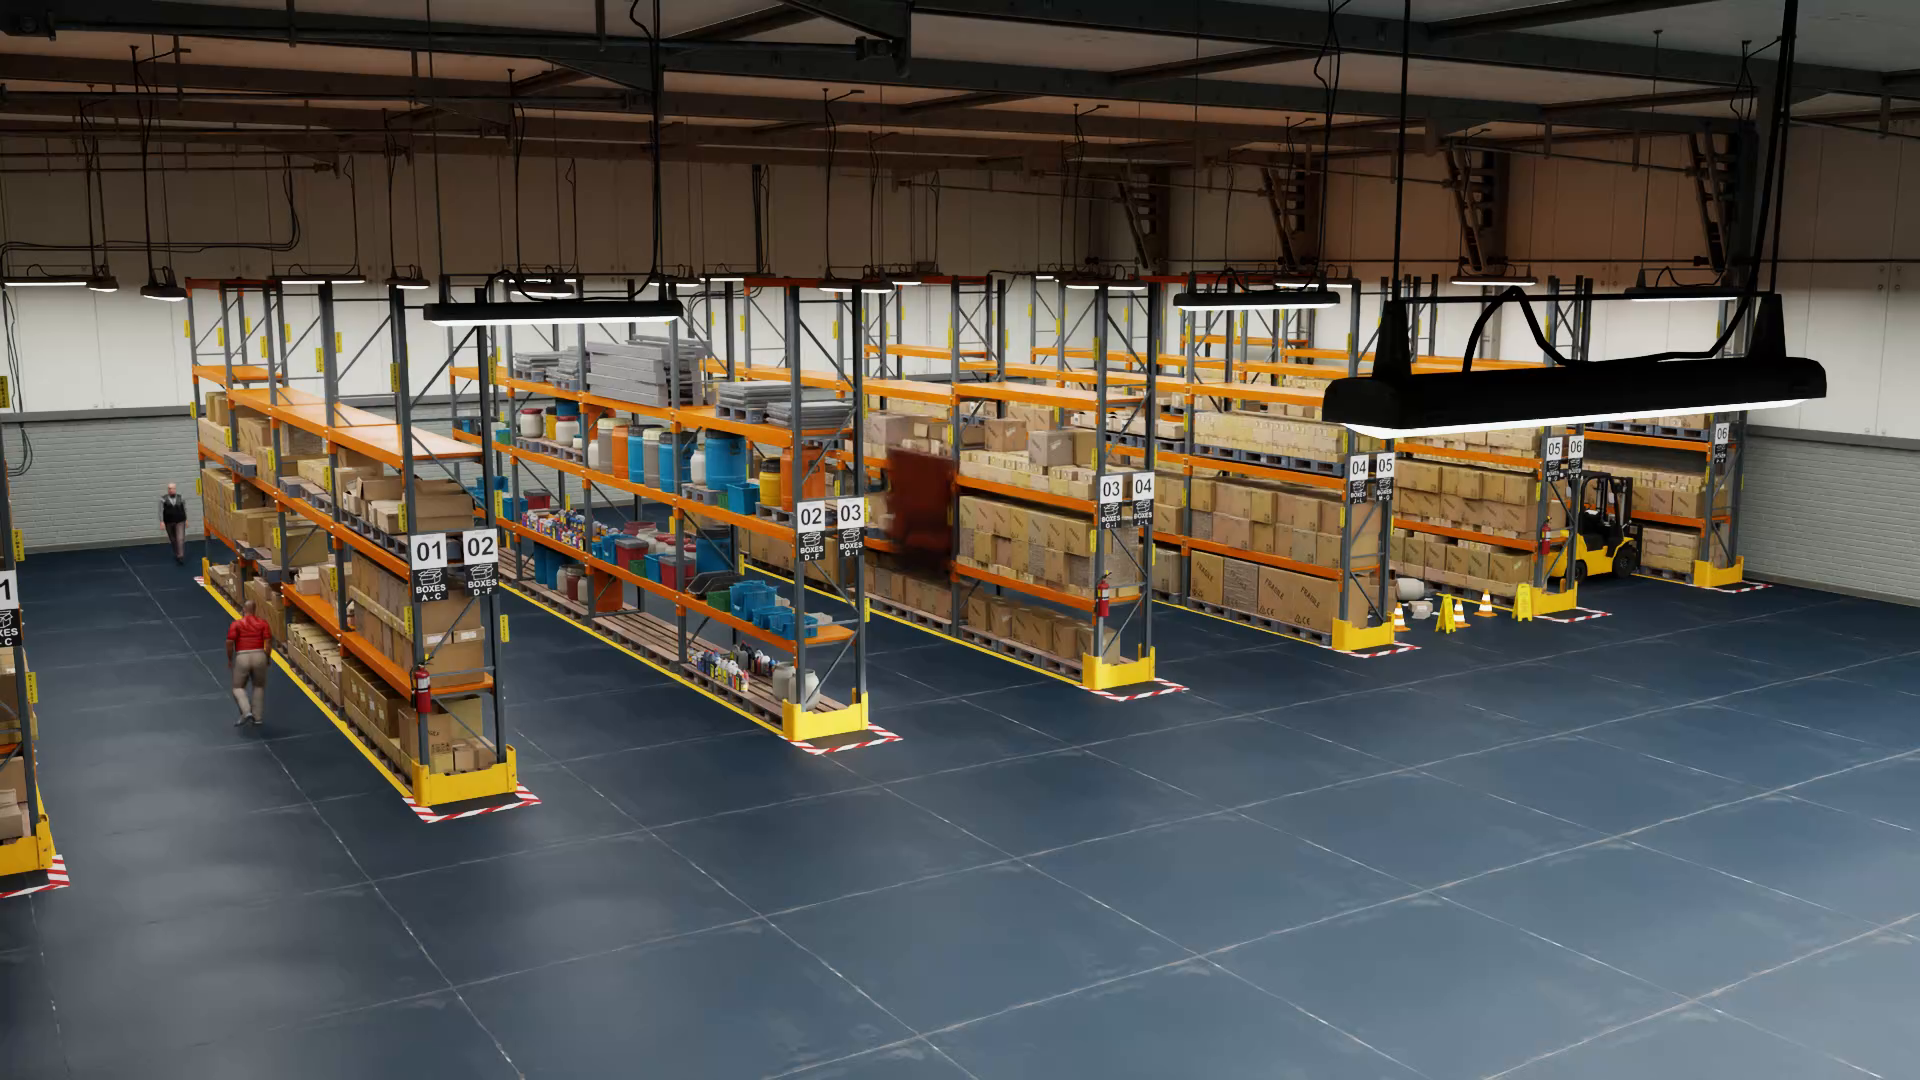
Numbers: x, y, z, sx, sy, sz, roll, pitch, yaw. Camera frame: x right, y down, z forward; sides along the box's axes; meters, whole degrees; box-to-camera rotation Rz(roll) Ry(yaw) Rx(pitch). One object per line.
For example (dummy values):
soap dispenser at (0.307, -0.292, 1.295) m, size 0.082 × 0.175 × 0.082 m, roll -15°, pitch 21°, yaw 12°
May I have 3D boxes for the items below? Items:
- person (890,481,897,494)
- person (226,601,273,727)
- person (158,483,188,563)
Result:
person at (-1.847, -1.852, 43.724) m, size 0.553 × 1.738 × 1.085 m, roll 5°, pitch 11°, yaw 28°
person at (-9.708, 1.705, 22.794) m, size 0.594 × 1.699 × 0.656 m, roll -5°, pitch 11°, yaw -29°
person at (-16.590, -0.361, 35.029) m, size 0.521 × 1.657 × 1.047 m, roll -2°, pitch 10°, yaw -14°
